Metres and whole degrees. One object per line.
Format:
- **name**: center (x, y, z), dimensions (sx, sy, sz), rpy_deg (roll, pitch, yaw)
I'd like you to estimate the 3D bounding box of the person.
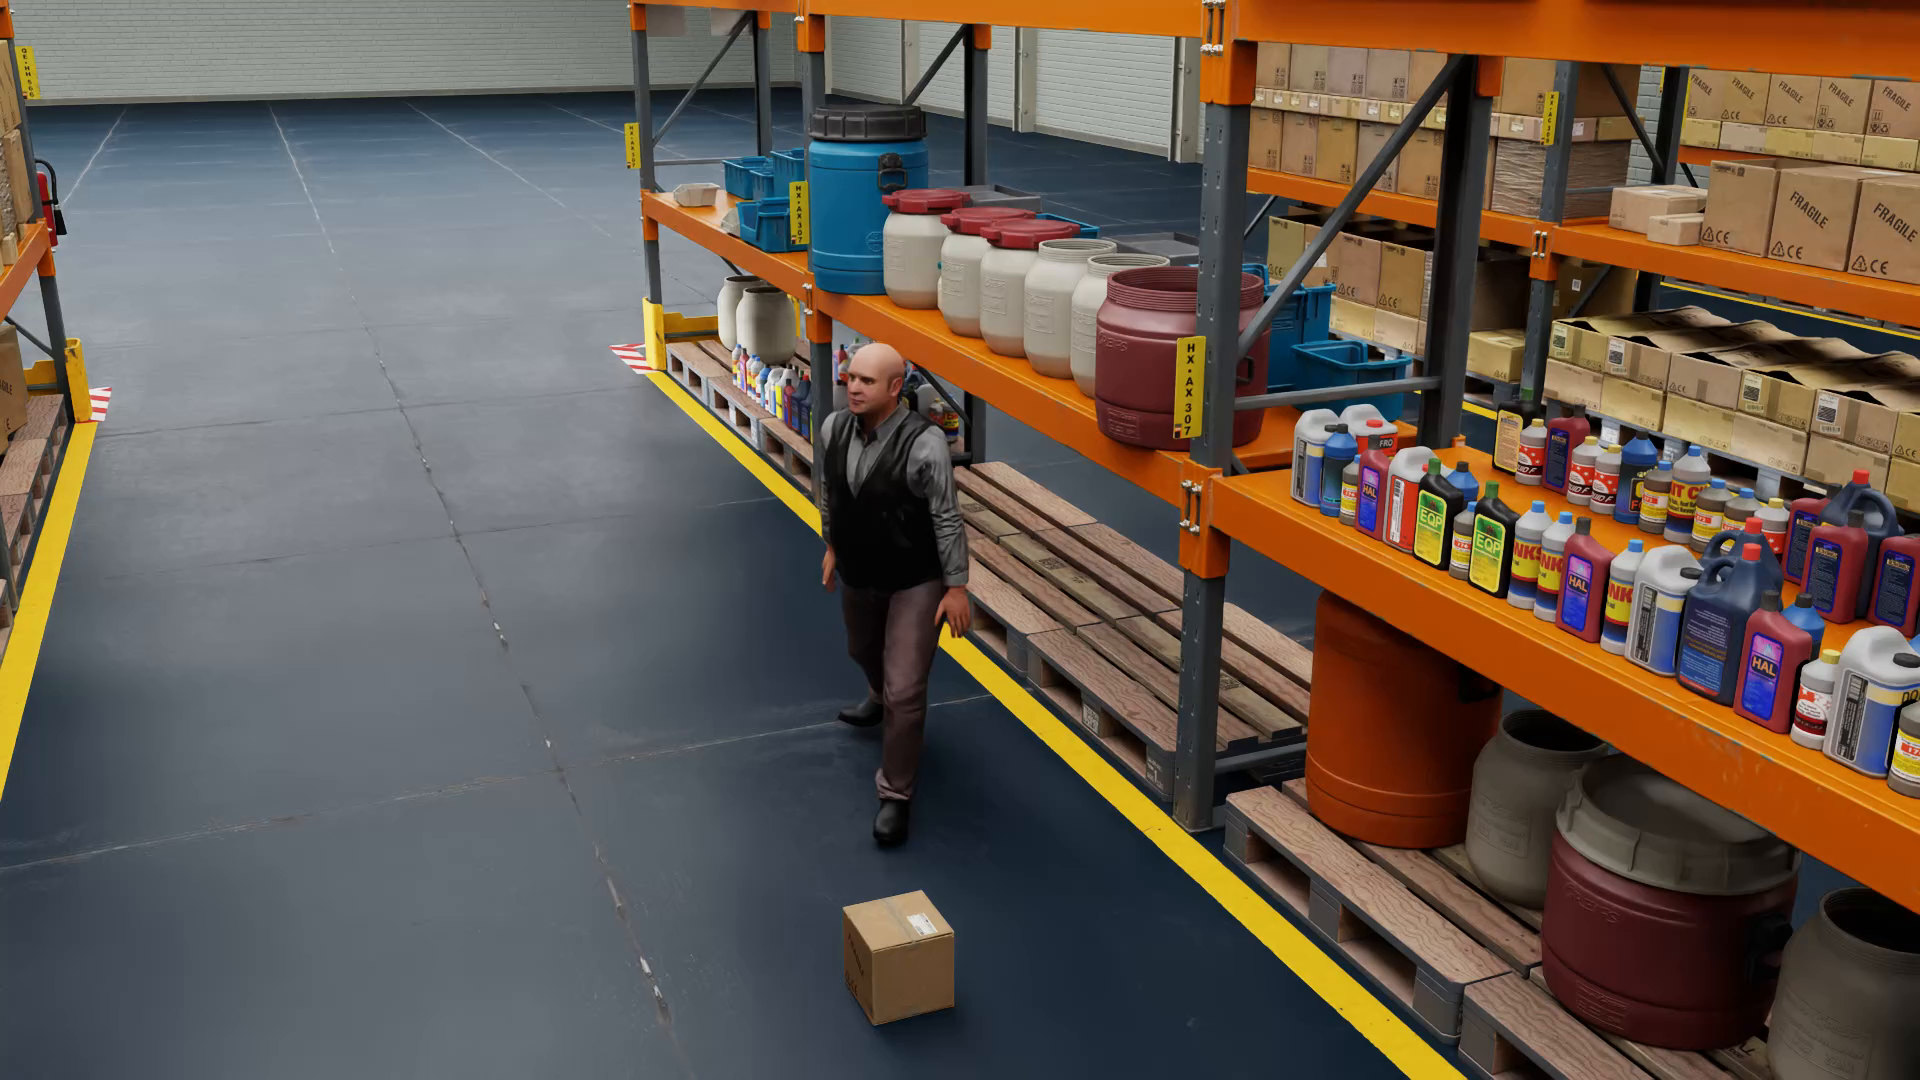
- **person**: center (-0.268, 0.095, 5.874), dimensions (0.770, 1.673, 0.890), rpy_deg (12, 22, 31)
